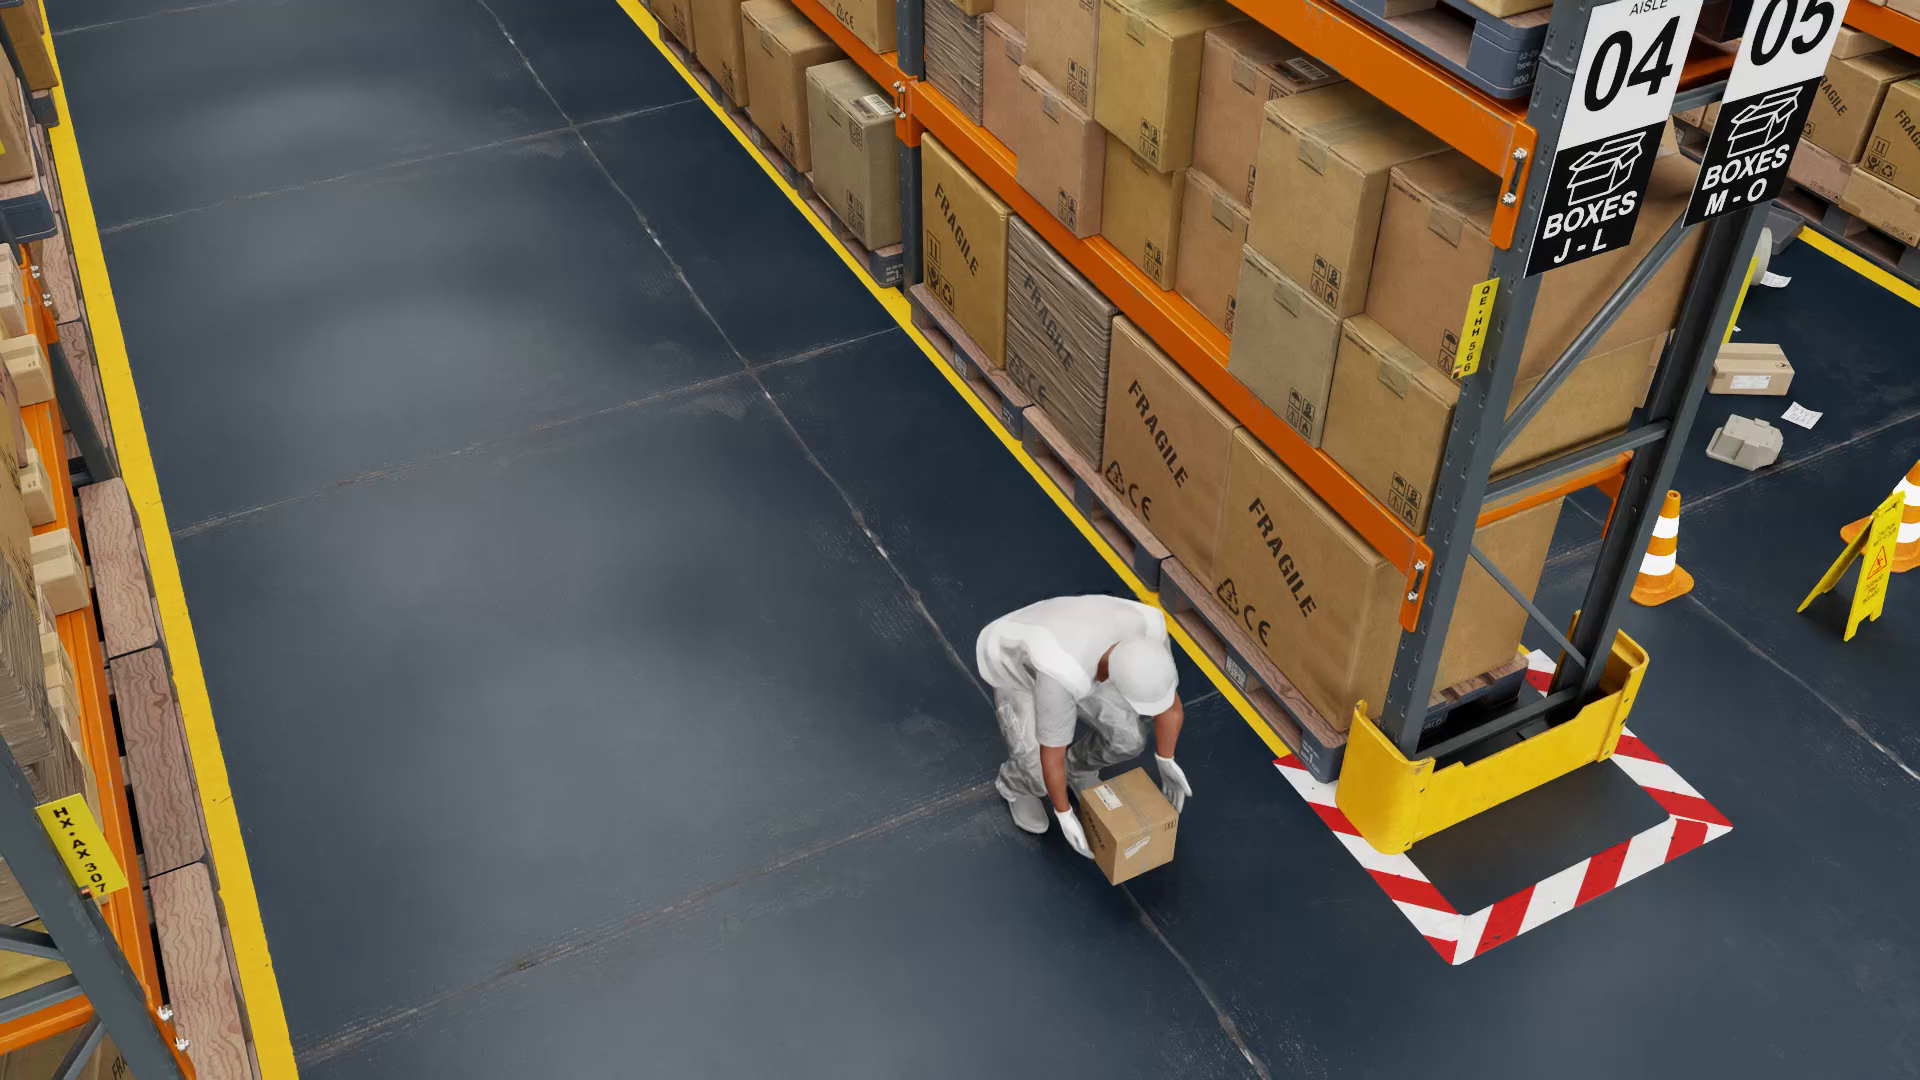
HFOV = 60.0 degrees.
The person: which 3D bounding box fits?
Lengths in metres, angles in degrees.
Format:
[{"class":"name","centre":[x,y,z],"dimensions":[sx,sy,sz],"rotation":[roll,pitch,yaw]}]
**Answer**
[{"class":"person","centre":[0.438,0.584,5.968],"dimensions":[0.589,1.133,0.861],"rotation":[-19,44,-21]}]
